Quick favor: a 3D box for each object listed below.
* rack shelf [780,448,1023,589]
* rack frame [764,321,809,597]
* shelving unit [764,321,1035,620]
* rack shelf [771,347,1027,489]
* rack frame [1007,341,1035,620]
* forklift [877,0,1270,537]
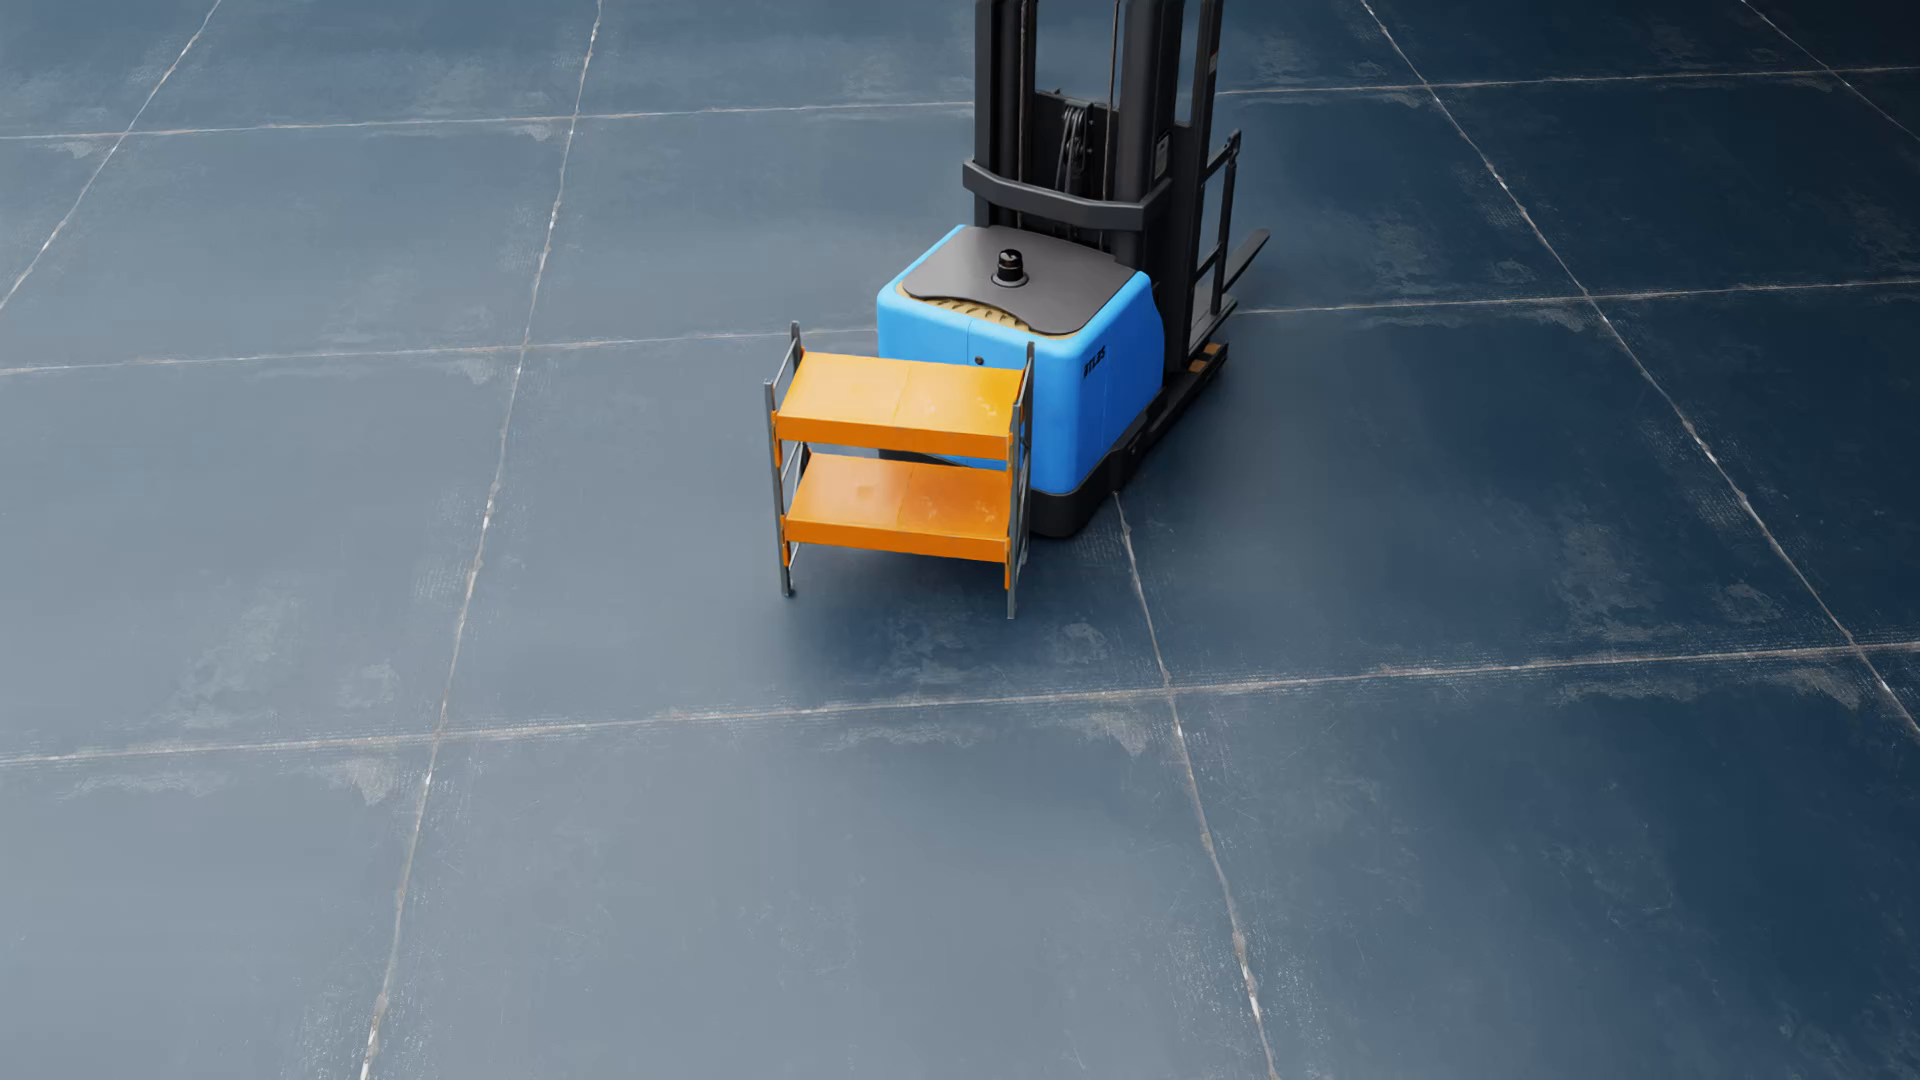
[{"bbox_3d":[-0.240,-0.102,7.365,1.000,0.278,0.538,6,39,7],"label":"rack shelf"},{"bbox_3d":[-0.742,-0.343,7.277,0.032,1.125,0.500,6,39,7],"label":"rack frame"},{"bbox_3d":[-0.240,-0.293,7.214,1.048,1.125,0.538,6,39,7],"label":"shelving unit"},{"bbox_3d":[-0.240,-0.523,7.033,1.000,0.278,0.538,6,39,7],"label":"rack shelf"},{"bbox_3d":[0.262,-0.244,7.151,0.032,1.125,0.500,6,39,7],"label":"rack frame"},{"bbox_3d":[0.771,-2.058,7.993,1.130,2.935,3.031,19,42,23],"label":"forklift"}]
